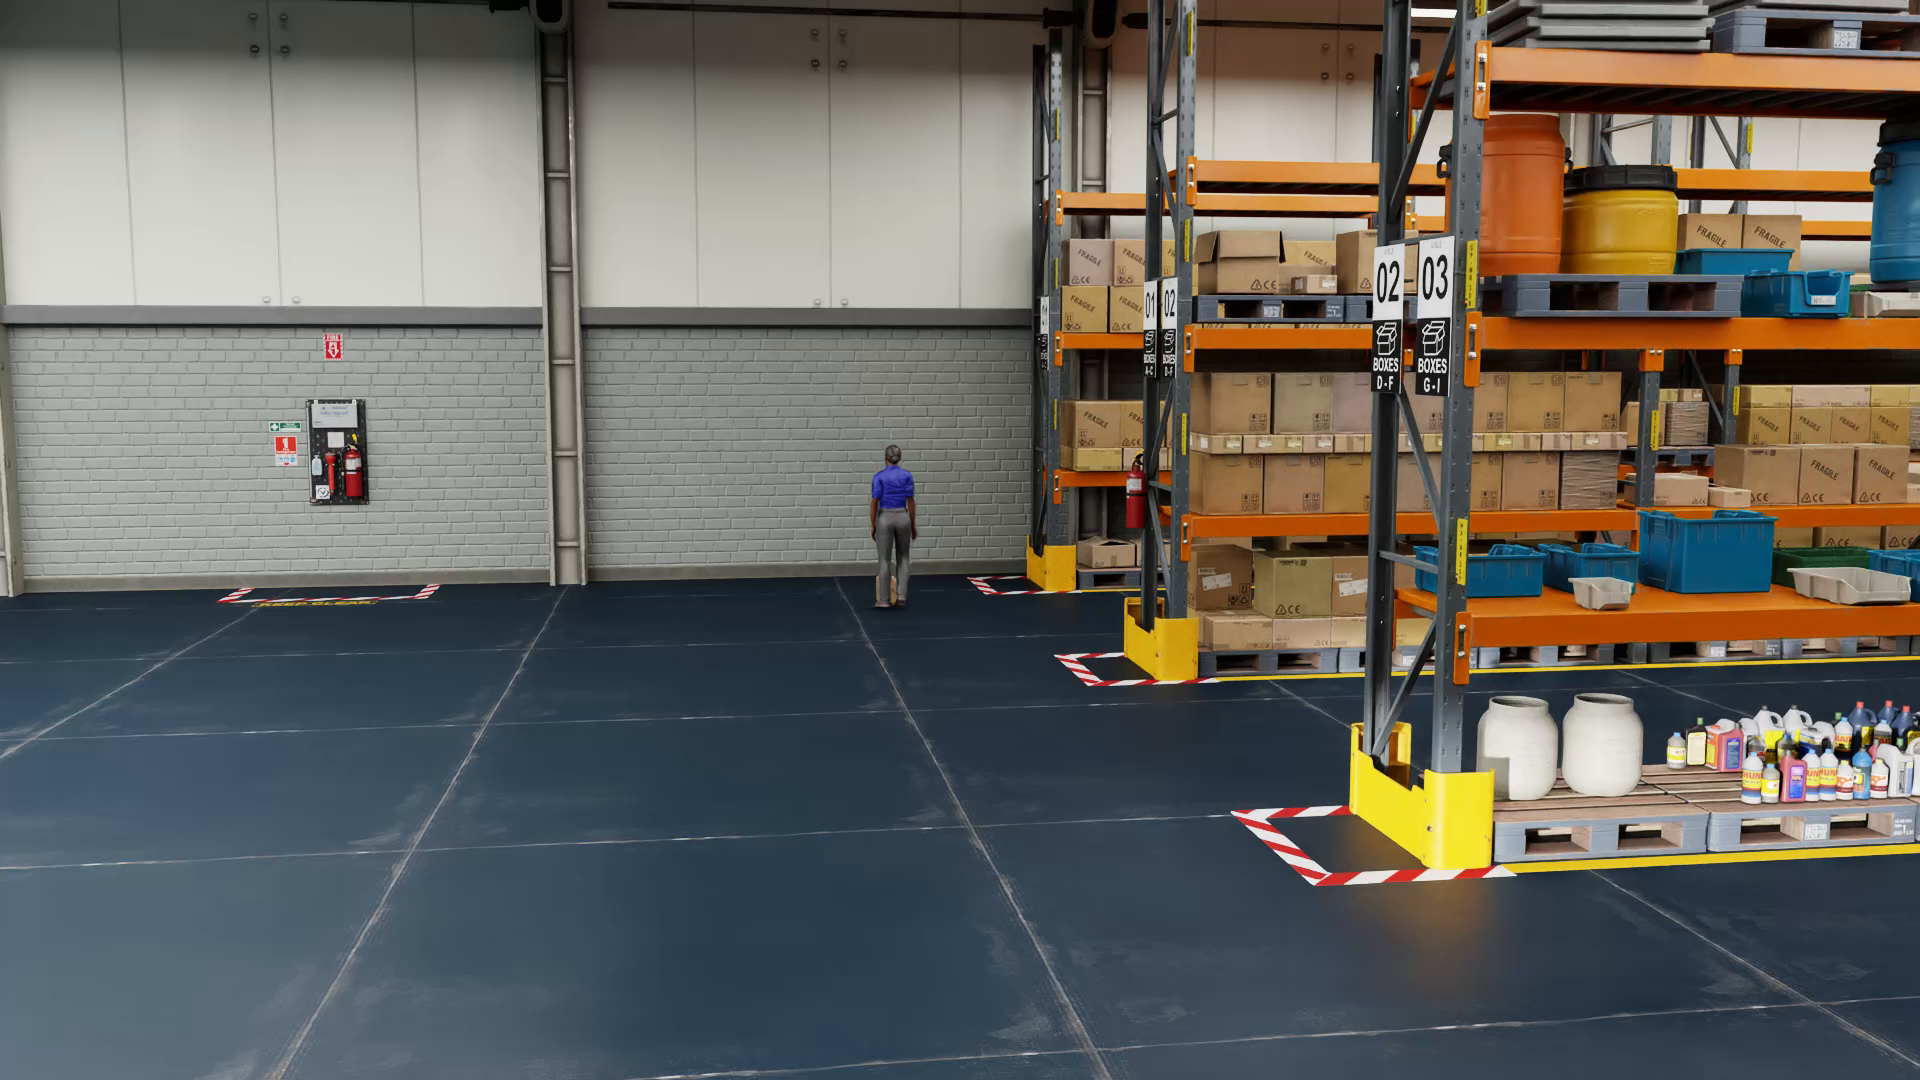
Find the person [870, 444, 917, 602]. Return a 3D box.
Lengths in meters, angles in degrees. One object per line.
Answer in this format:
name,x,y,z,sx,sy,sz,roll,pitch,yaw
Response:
person,-0.680,-0.181,16.921,0.485,1.589,0.343,-2,7,-15
